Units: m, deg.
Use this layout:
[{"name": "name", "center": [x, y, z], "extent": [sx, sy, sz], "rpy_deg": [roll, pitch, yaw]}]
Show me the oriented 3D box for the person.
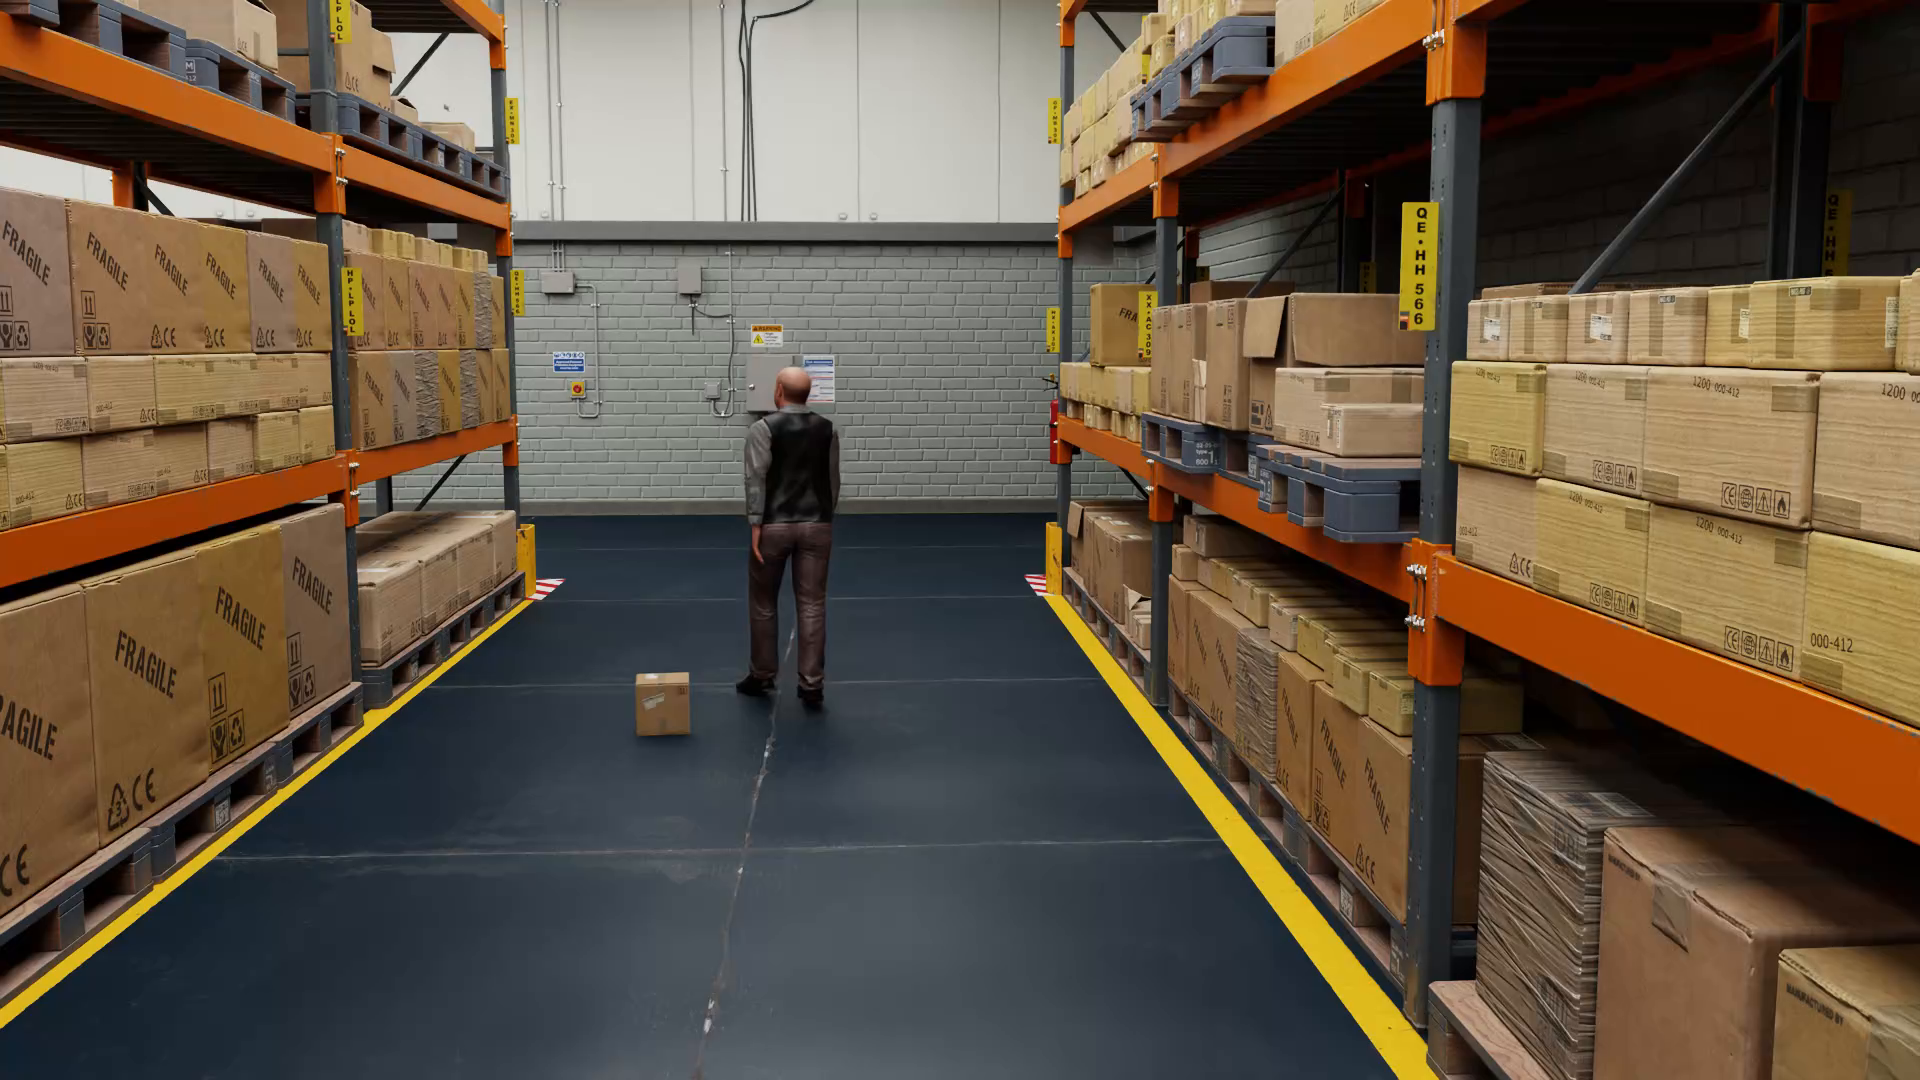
[{"name": "person", "center": [-0.864, -0.024, 8.590], "extent": [0.537, 1.735, 0.732], "rpy_deg": [-2, 7, -19]}]
